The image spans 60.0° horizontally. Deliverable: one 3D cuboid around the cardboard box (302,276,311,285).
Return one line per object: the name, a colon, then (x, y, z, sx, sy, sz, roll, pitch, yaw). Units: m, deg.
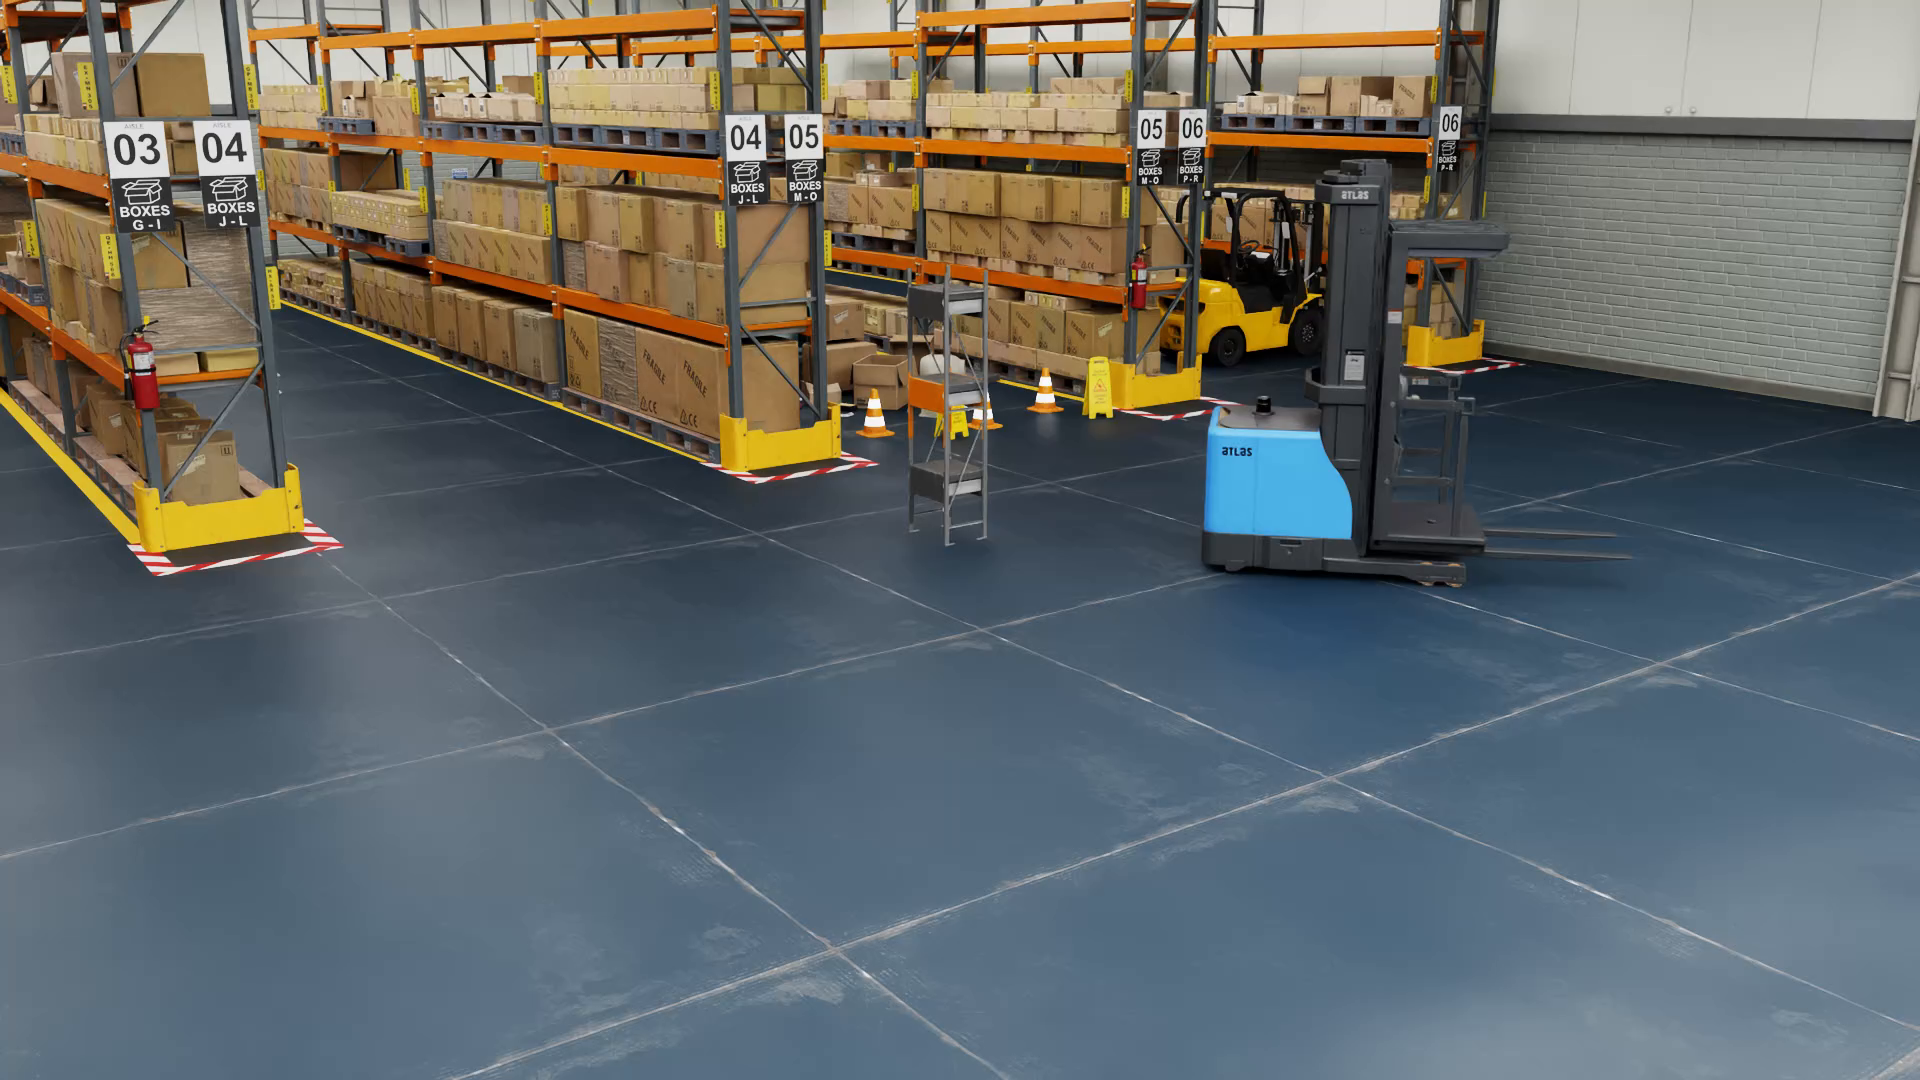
cardboard box: (-10.386, -4.218, 26.847, 0.380, 0.149, 0.250, -12, 19, -37)

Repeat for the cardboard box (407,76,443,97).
cardboard box: (-6.858, -5.820, 21.337, 0.396, 0.266, 0.258, -11, 19, -35)

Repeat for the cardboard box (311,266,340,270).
cardboard box: (-10.065, -4.251, 26.404, 0.380, 0.149, 0.250, -11, 19, -34)

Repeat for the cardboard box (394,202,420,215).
cardboard box: (-7.214, -4.366, 21.898, 0.380, 0.149, 0.250, -11, 19, -35)

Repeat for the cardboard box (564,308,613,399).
cardboard box: (-3.744, -2.088, 18.253, 0.875, 0.875, 0.875, -11, 19, -34)

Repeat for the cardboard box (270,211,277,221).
cardboard box: (-11.188, -5.377, 27.515, 0.380, 0.149, 0.250, -11, 19, -35)

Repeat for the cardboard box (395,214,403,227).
cardboard box: (-7.227, -4.226, 21.952, 0.380, 0.149, 0.250, -10, 18, -32)

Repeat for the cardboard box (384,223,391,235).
cardboard box: (-7.511, -4.187, 22.373, 0.380, 0.149, 0.250, -11, 19, -35)

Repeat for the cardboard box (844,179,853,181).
cardboard box: (-1.362, -4.824, 23.470, 0.500, 0.500, 0.500, -12, 20, -38)

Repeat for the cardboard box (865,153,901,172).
cardboard box: (-1.464, -7.117, 31.698, 0.500, 0.500, 0.500, -11, 19, -36)

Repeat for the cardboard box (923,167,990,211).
cardboard box: (-0.030, -4.392, 20.794, 0.700, 0.500, 0.500, -11, 19, -35)

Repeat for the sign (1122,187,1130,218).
sign: (1.778, -3.620, 17.830, 0.100, 0.325, 0.005, -11, 19, -35)

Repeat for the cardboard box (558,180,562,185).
cardboard box: (-7.119, -6.309, 30.256, 0.500, 0.500, 0.500, -11, 19, -35)

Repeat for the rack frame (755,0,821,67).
rack frame: (-2.465, -7.593, 23.773, 1.000, 3.000, 0.127, -11, 19, -35)

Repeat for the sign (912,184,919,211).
sign: (-0.560, -4.317, 20.974, 0.100, 0.325, 0.005, -11, 19, -35)

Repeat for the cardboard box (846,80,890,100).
cardboard box: (-1.175, -5.982, 22.110, 0.500, 0.250, 0.500, -10, 18, -34)

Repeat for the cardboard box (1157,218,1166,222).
cardboard box: (3.092, -4.718, 24.916, 0.500, 0.250, 0.500, -11, 19, -35)

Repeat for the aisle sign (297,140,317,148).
aisle sign: (-10.914, -6.934, 27.805, 0.394, 0.787, 0.004, -11, 19, -35)

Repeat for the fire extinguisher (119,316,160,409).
fire extinguisher: (-6.083, -1.320, 12.363, 0.296, 0.674, 0.183, -11, 19, -35)

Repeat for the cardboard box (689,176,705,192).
cardboard box: (-3.867, -5.625, 25.861, 0.500, 0.500, 0.500, -11, 19, -35)

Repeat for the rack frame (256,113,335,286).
rack frame: (-11.113, -5.618, 27.921, 1.000, 3.000, 0.127, -11, 19, -35)

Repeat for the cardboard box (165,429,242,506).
cardboard box: (-6.131, -0.586, 13.475, 0.500, 0.500, 0.500, -7, 17, -24)

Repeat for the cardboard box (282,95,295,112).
cardboard box: (-10.172, -6.771, 25.787, 0.500, 0.250, 0.500, -12, 19, -37)

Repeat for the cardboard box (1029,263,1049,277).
cardboard box: (1.037, -3.179, 19.486, 0.380, 0.149, 0.250, -11, 19, -35)

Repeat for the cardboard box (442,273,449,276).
cardboard box: (-6.917, -3.562, 22.926, 0.500, 0.250, 0.500, -11, 19, -35)

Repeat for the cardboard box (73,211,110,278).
cardboard box: (-6.891, -2.419, 13.587, 0.500, 0.500, 0.500, -11, 19, -35)

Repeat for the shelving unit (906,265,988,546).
shelving unit: (-0.097, -1.048, 12.928, 0.431, 2.100, 0.503, -11, 19, -35)

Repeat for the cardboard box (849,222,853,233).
cardboard box: (-1.299, -4.286, 22.735, 0.380, 0.149, 0.250, -12, 19, -36)

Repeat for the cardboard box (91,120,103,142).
cardboard box: (-6.193, -3.031, 12.314, 0.380, 0.149, 0.250, -11, 19, -35)

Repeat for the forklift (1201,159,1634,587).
forklift: (3.343, -1.231, 12.020, 3.031, 2.935, 1.130, 3, 16, 10)

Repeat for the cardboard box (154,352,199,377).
cardboard box: (-6.112, -1.361, 12.842, 0.380, 0.149, 0.250, -11, 19, -35)

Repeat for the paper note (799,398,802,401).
paper note: (-1.779, -1.614, 18.930, 0.172, 0.023, 0.155, -4, 16, -15)

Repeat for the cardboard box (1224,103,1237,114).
cardboard box: (3.918, -6.050, 23.309, 0.380, 0.149, 0.250, -10, 18, -33)

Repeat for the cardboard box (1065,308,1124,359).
cardboard box: (1.557, -2.360, 19.009, 0.500, 0.500, 0.500, -11, 19, -34)

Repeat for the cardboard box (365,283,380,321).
cardboard box: (-8.229, -3.449, 23.936, 0.500, 0.500, 0.500, -10, 18, -32)

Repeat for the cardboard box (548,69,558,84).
cardboard box: (-4.119, -4.886, 17.545, 0.380, 0.149, 0.250, -11, 19, -34)

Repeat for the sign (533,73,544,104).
sign: (-4.491, -4.817, 17.737, 0.100, 0.325, 0.005, -11, 19, -35)

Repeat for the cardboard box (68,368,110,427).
cardboard box: (-8.473, -1.448, 16.588, 0.700, 0.500, 0.500, -13, 20, -39)

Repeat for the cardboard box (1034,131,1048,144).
cardboard box: (1.072, -4.628, 19.096, 0.380, 0.149, 0.250, -11, 19, -36)

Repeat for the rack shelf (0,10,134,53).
rack shelf: (-9.305, -5.088, 16.741, 1.077, 0.370, 4.000, -11, 19, -35)

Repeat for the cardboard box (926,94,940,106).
cardboard box: (-0.192, -5.438, 20.546, 0.380, 0.149, 0.250, -11, 19, -36)

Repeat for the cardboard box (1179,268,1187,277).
cardboard box: (3.584, -3.784, 24.921, 0.875, 0.625, 0.625, -10, 18, -32)

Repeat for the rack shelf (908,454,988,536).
rack shelf: (-0.097, -0.360, 13.116, 0.431, 0.518, 0.480, -11, 19, -35)

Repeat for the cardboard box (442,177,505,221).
cardboard box: (-6.154, -4.343, 21.178, 0.700, 0.500, 0.500, -11, 19, -35)

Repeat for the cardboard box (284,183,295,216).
cardboard box: (-10.460, -5.454, 26.569, 0.500, 0.500, 0.500, -11, 19, -34)

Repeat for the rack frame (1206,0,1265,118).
rack frame: (3.900, -7.510, 23.470, 1.000, 3.000, 0.127, -11, 19, -35)

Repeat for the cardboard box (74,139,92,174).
cardboard box: (-6.562, -2.997, 12.947, 0.500, 0.250, 0.500, -11, 19, -34)

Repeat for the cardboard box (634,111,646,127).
cardboard box: (-2.922, -4.068, 16.065, 0.380, 0.149, 0.250, -11, 19, -34)

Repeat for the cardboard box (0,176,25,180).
cardboard box: (-12.451, -4.413, 21.427, 0.797, 0.503, 0.637, -11, 19, -36)

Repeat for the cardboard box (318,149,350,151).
cardboard box: (-10.032, -6.015, 26.724, 0.500, 0.500, 0.500, -10, 18, -32)

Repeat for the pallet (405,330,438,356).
pallet: (-6.868, -2.732, 22.658, 1.003, 0.211, 1.213, -11, 19, -35)

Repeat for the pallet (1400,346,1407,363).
pallet: (5.768, -2.575, 22.083, 1.003, 0.211, 1.213, -11, 19, -35)

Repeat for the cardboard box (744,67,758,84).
cardboard box: (-1.791, -4.337, 15.538, 0.380, 0.149, 0.250, -11, 19, -34)

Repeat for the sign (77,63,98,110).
sign: (-6.238, -3.245, 11.892, 0.100, 0.325, 0.005, -11, 19, -35)

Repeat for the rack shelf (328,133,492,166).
rack shelf: (-7.585, -5.437, 22.939, 1.077, 0.370, 4.000, -11, 19, -35)

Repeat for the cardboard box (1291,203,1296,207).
cardboard box: (4.604, -4.591, 22.751, 0.380, 0.149, 0.250, -12, 19, -36)
